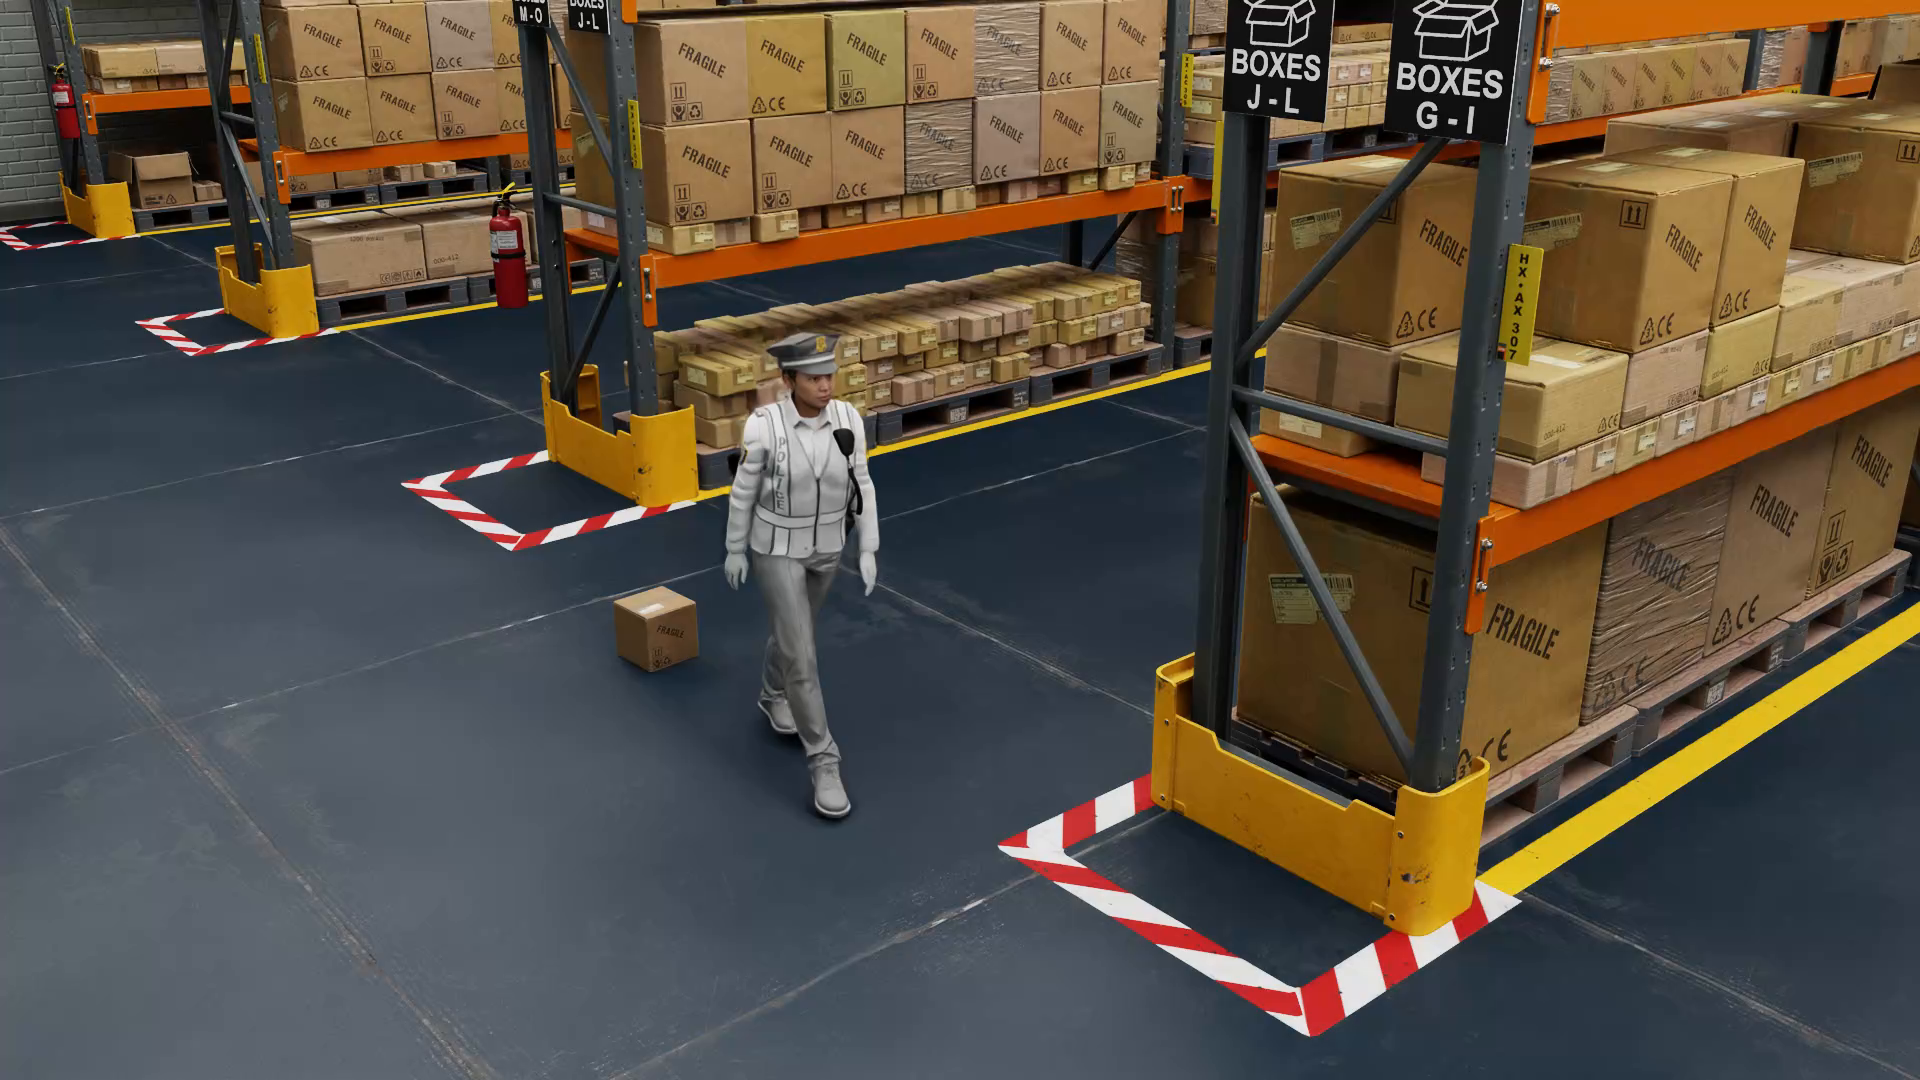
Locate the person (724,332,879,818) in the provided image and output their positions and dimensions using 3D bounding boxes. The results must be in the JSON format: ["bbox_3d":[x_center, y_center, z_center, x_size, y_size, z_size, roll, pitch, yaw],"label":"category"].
[{"bbox_3d":[-0.526,0.041,5.933,0.509,1.638,0.891,-13,25,-31],"label":"person"}]
